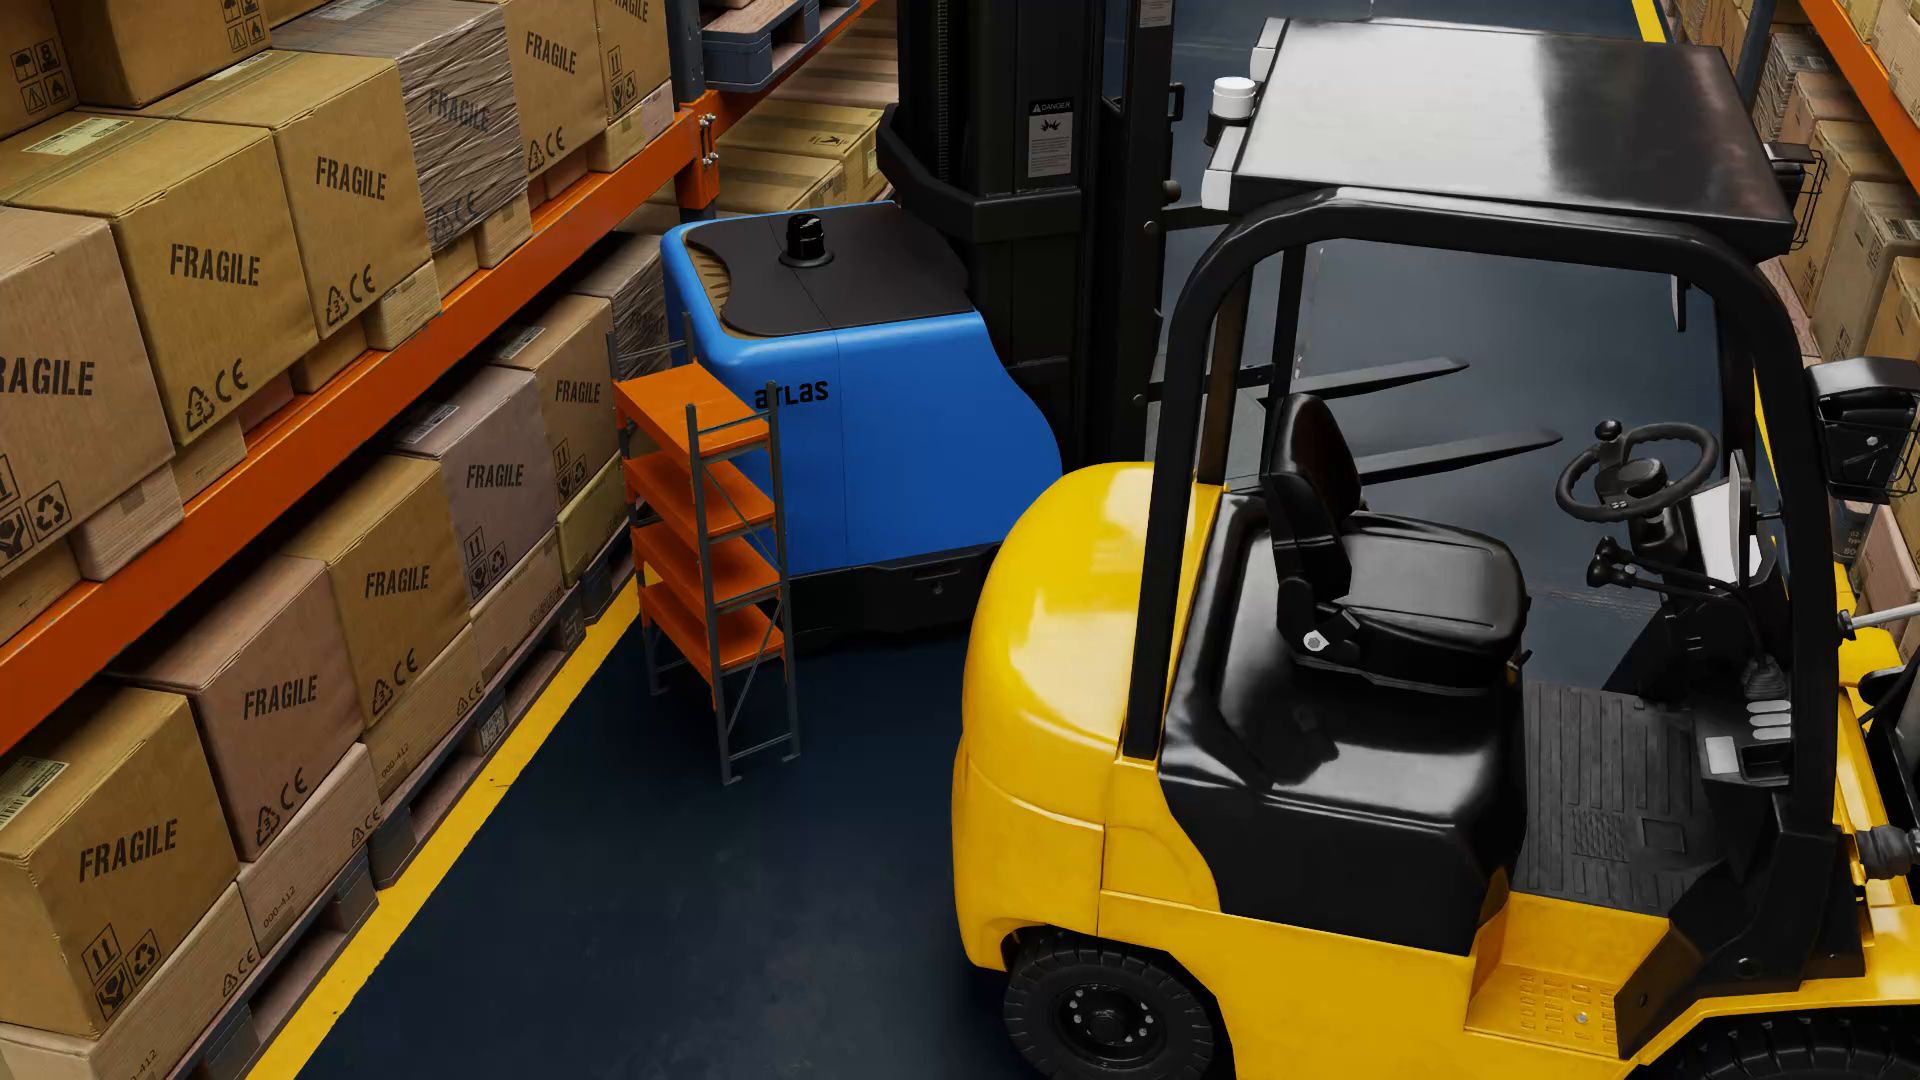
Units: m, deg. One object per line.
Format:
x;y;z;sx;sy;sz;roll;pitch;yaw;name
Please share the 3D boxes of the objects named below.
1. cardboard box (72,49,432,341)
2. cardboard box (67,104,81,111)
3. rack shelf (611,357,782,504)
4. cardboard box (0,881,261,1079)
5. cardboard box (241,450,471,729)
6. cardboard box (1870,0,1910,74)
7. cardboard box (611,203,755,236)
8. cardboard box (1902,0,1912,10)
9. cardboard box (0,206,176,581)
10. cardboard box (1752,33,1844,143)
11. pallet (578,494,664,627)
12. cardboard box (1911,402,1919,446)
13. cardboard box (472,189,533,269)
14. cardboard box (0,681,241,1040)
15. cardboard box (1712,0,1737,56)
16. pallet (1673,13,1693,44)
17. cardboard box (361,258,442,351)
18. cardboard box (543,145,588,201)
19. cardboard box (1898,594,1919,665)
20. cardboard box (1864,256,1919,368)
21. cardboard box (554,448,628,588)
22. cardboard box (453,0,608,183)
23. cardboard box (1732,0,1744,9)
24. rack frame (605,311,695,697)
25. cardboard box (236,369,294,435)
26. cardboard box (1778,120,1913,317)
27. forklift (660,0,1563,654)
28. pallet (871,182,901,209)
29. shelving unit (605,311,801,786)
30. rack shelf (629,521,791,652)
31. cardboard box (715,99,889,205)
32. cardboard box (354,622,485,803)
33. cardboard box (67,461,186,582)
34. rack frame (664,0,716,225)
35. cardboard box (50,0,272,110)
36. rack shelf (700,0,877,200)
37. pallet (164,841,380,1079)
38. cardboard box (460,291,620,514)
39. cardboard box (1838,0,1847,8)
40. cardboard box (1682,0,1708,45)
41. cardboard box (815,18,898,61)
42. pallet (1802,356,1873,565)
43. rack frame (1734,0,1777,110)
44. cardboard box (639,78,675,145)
-1.617;-0.817;3.869;0.500;0.500;0.500;7;33;11;cardboard box
-2.103;-0.908;4.012;0.500;0.500;0.500;8;33;13;cardboard box
-0.695;-0.295;4.363;0.258;0.148;0.480;-19;37;-27;rack shelf
-1.911;0.960;3.616;0.500;0.250;0.500;8;33;12;cardboard box
-1.641;0.100;4.270;0.500;0.500;0.500;9;33;13;cardboard box
3.587;-1.793;5.915;0.500;0.250;0.500;8;33;13;cardboard box
-1.237;-1.059;6.678;0.950;0.372;0.625;8;33;13;cardboard box
3.571;-2.014;5.796;0.500;0.250;0.500;9;33;13;cardboard box
-1.866;-0.287;3.036;0.500;0.500;0.500;9;34;14;cardboard box
4.278;-1.973;7.880;0.875;0.625;0.625;9;34;14;cardboard box
-1.504;-0.188;5.849;1.003;0.211;1.213;8;33;12;pallet
3.008;-0.275;4.626;0.500;0.250;0.500;8;33;12;cardboard box
-1.409;-0.876;4.566;0.380;0.149;0.250;8;33;12;cardboard box
-1.905;0.631;3.434;0.500;0.500;0.500;7;33;11;cardboard box
4.486;-2.749;9.217;0.500;0.500;0.500;8;33;12;cardboard box
4.987;-2.957;10.204;1.003;0.211;1.213;8;33;12;pallet
-1.533;-0.609;4.146;0.380;0.149;0.250;8;33;13;cardboard box
-1.353;-1.149;4.995;0.380;0.149;0.250;8;33;13;cardboard box
2.878;0.410;4.480;0.500;0.250;0.500;7;33;11;cardboard box
3.556;-0.492;5.549;0.875;0.625;0.625;9;34;15;cardboard box
-1.383;-0.114;5.305;0.500;0.250;0.500;7;33;11;cardboard box
-1.364;-1.353;4.712;0.500;0.500;0.500;9;34;14;cardboard box
4.369;-2.953;8.933;0.380;0.149;0.250;6;33;10;cardboard box
-0.829;-0.073;4.746;0.240;1.200;0.015;-19;37;-27;rack frame
-1.749;-0.354;3.745;0.380;0.149;0.250;9;34;14;cardboard box
3.949;-1.284;6.795;0.875;0.625;0.625;7;33;10;cardboard box
0.599;-1.338;5.122;3.031;2.935;1.130;-10;34;-15;forklift
-0.864;-1.581;8.040;1.003;0.211;1.213;8;33;12;pallet
-0.695;0.037;4.574;0.258;1.200;0.503;-19;37;-27;shelving unit
-0.695;0.094;4.610;0.258;0.148;0.480;-19;37;-27;rack shelf
-0.883;-1.793;7.833;0.950;0.372;0.625;9;34;14;cardboard box
-1.647;0.411;4.479;0.500;0.250;0.500;10;34;16;cardboard box
-1.791;-0.069;3.298;0.380;0.149;0.250;9;33;13;cardboard box
-1.368;-1.718;5.657;1.000;3.000;0.127;8;33;12;rack frame
-2.038;-1.307;3.708;0.700;0.500;0.500;8;33;12;cardboard box
-0.860;-2.452;7.482;1.077;0.370;4.000;8;33;12;rack shelf
-2.123;1.078;3.857;1.003;0.211;1.213;8;33;12;pallet
-1.386;-0.444;5.125;0.500;0.500;0.500;9;33;13;cardboard box
3.844;-2.331;6.761;0.500;0.250;0.500;7;33;11;cardboard box
4.730;-3.293;10.073;0.500;0.500;0.500;7;33;11;cardboard box
-0.506;-2.570;9.055;0.950;0.372;0.625;6;33;9;cardboard box
3.584;-0.255;5.955;1.003;0.211;1.213;8;33;12;pallet
4.450;-3.120;7.862;1.000;3.000;0.127;8;33;12;rack frame
-1.154;-1.404;5.396;0.380;0.149;0.250;8;33;12;cardboard box
